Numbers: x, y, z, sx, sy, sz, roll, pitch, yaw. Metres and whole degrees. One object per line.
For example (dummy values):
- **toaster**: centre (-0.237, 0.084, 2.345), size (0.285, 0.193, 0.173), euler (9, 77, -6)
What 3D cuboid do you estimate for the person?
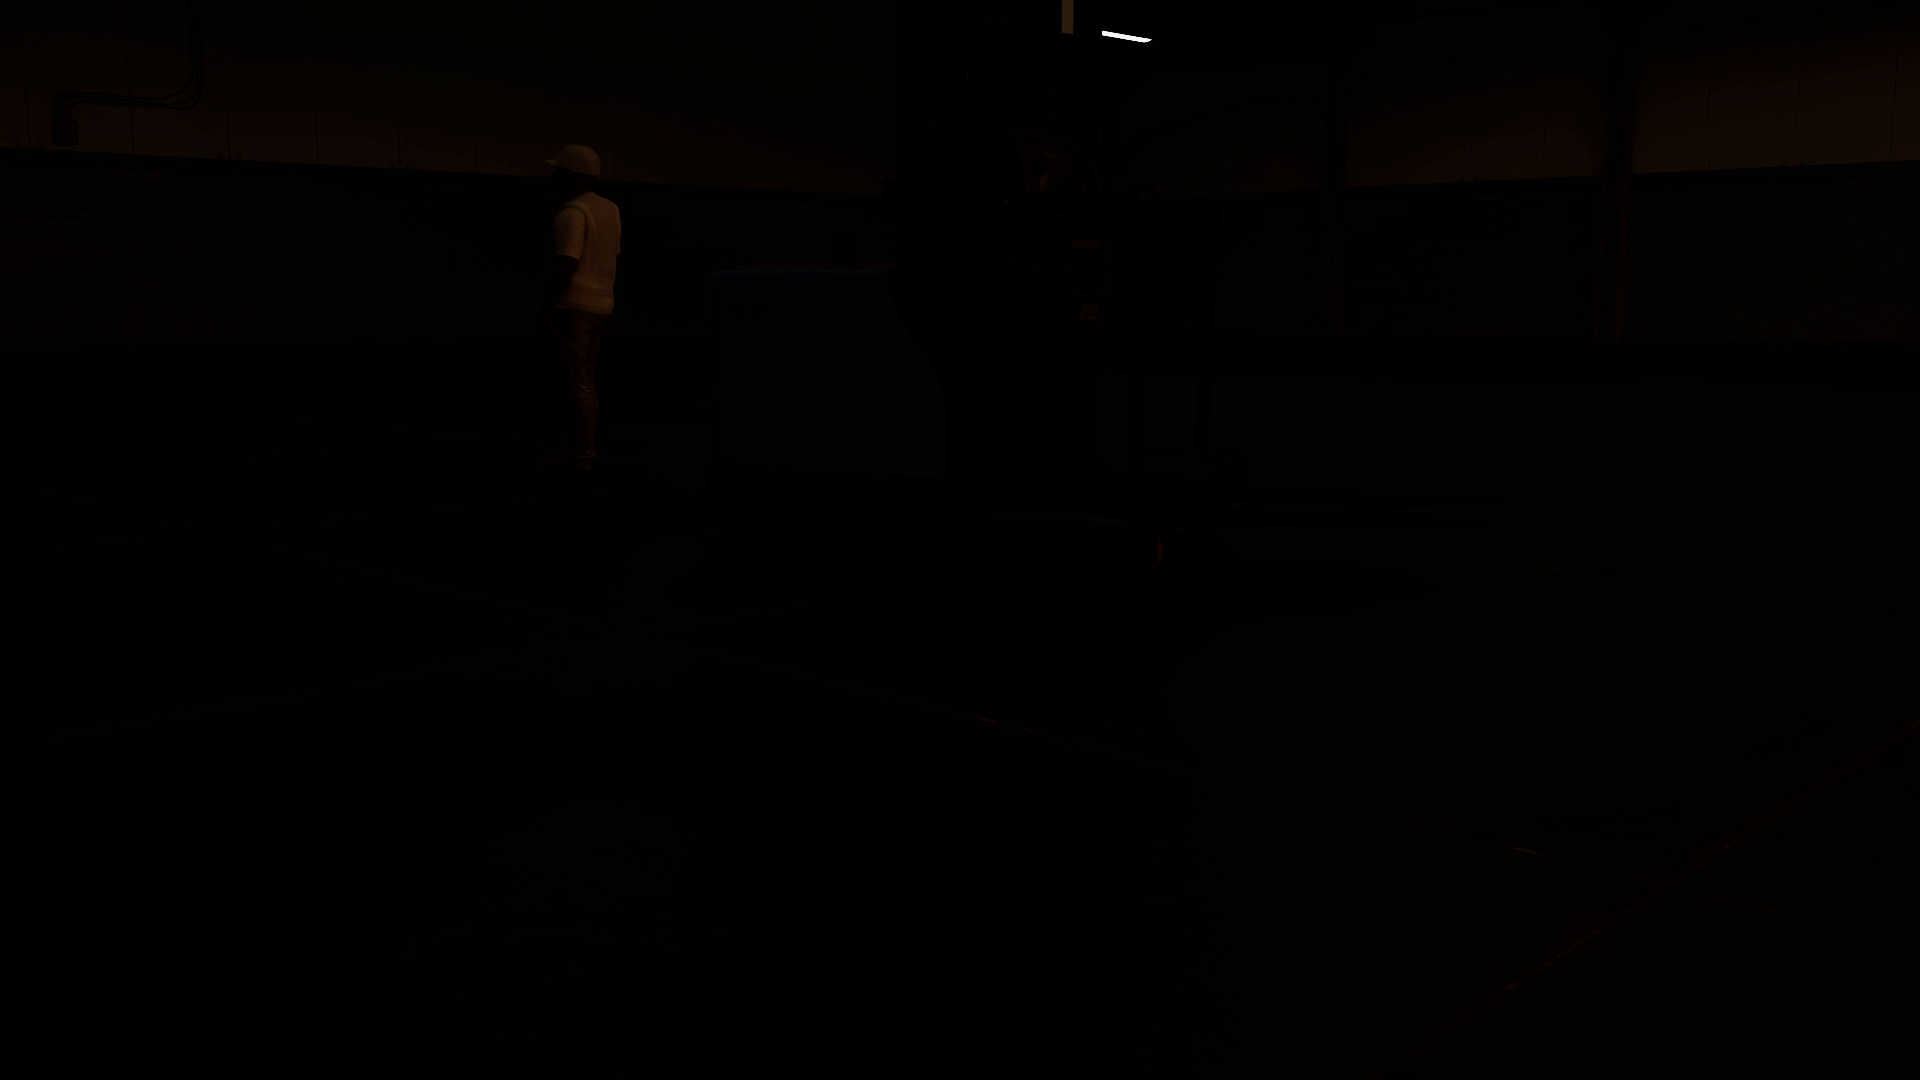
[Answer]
- **person**: centre (-2.170, -1.266, 9.142), size (0.577, 1.765, 0.666), euler (2, 9, 13)

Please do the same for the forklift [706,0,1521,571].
- **forklift**: centre (0.565, -1.416, 6.275), size (3.031, 2.935, 1.130), euler (3, 9, 22)
